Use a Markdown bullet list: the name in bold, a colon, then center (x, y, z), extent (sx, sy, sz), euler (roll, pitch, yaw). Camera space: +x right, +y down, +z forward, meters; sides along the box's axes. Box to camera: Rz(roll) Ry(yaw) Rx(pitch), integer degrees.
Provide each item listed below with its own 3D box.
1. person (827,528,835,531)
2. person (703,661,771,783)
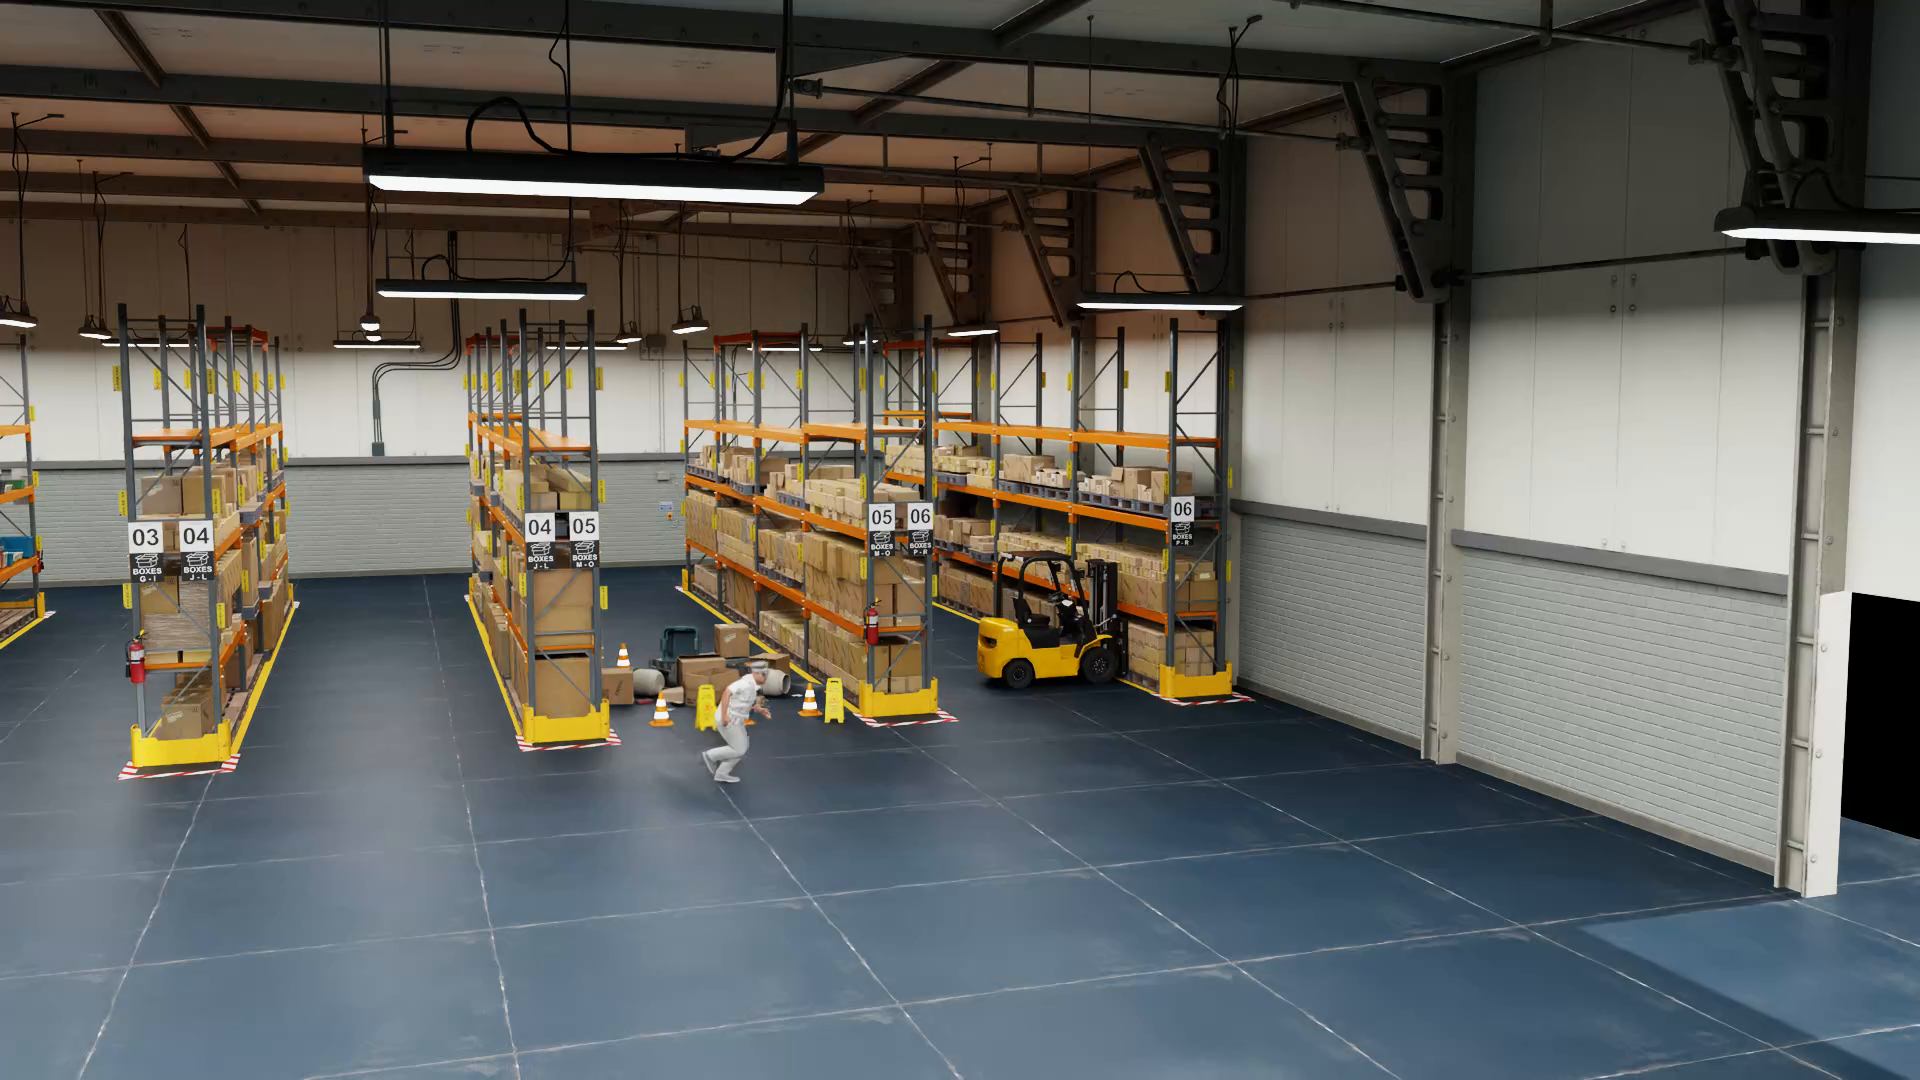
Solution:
- **person**: center (-2.639, 0.569, 34.917), extent (0.675, 1.694, 0.715), euler (-3, 6, -32)
- **person**: center (-2.789, 2.278, 20.699), extent (0.861, 1.556, 0.687), euler (1, 6, 10)
